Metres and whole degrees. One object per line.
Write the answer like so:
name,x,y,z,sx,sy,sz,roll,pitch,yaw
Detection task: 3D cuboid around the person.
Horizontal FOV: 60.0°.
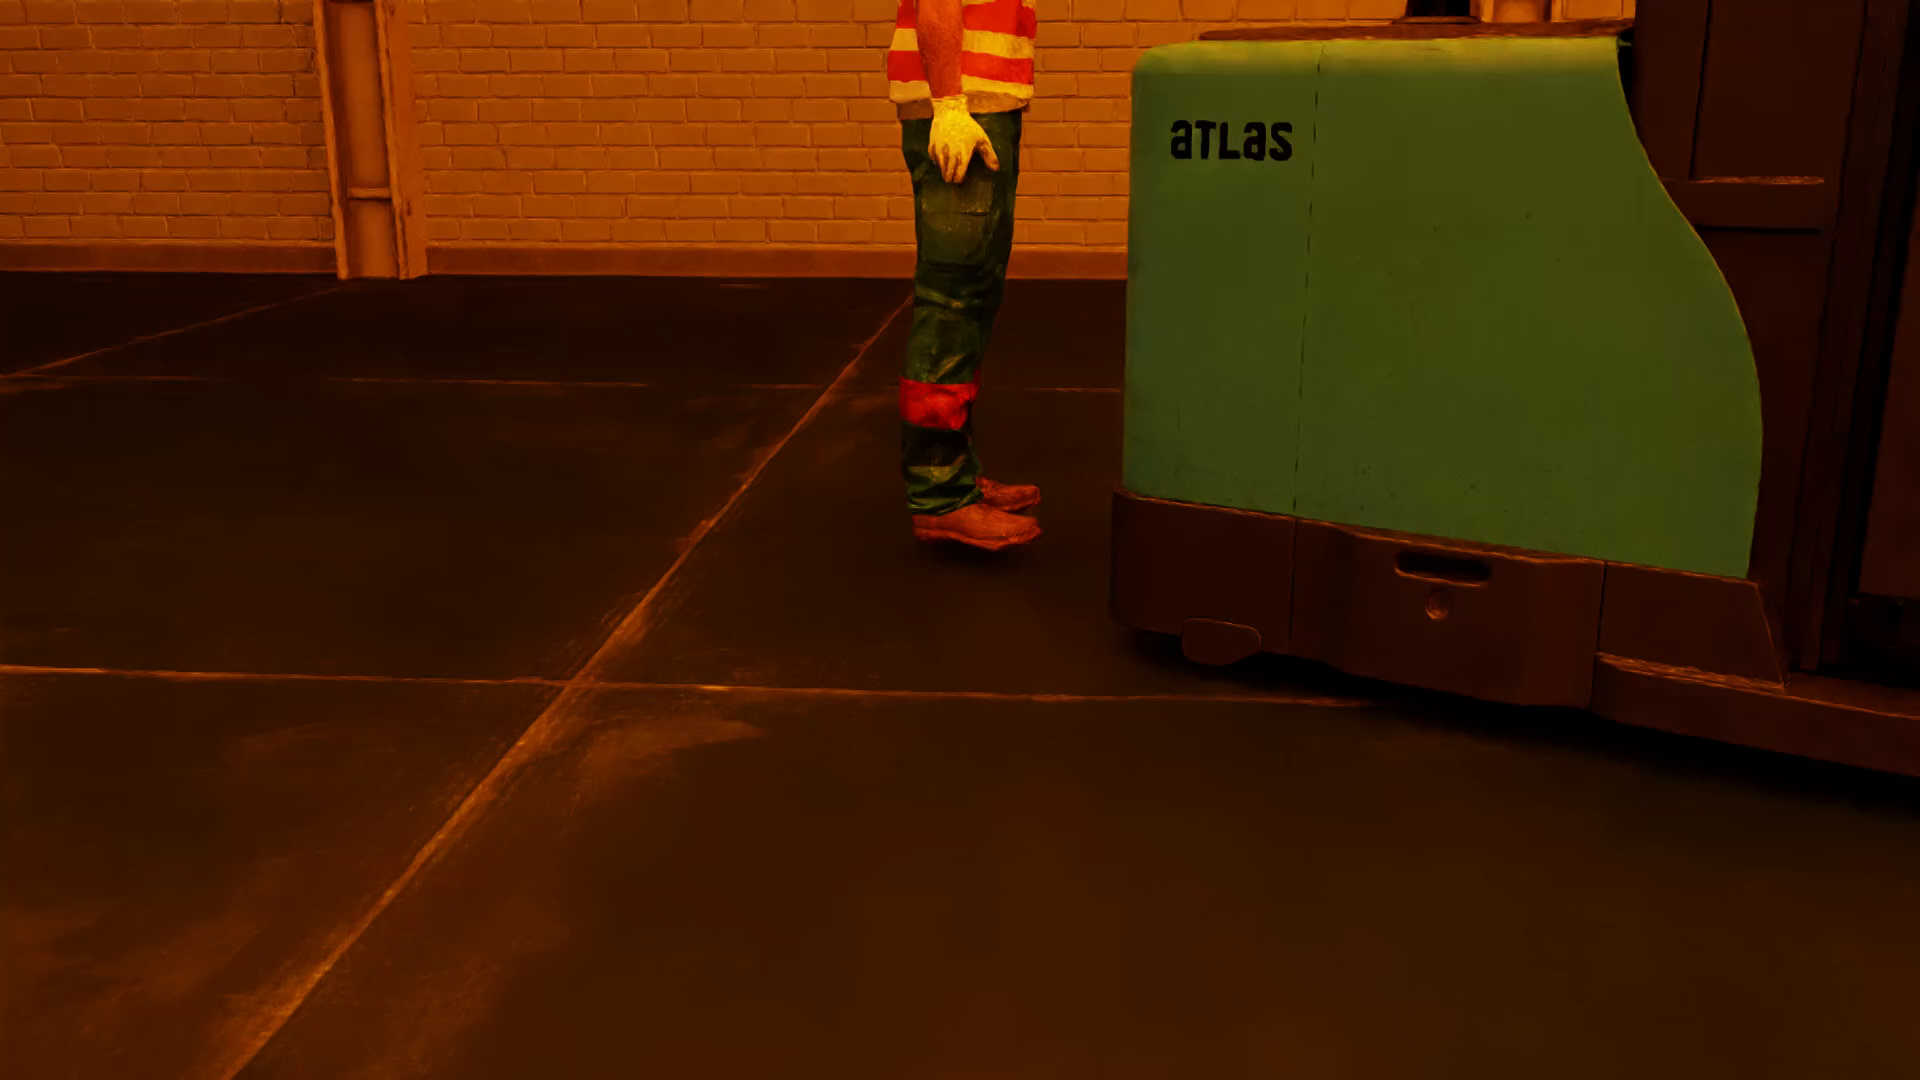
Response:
person,0.021,-0.903,3.568,0.349,1.795,0.540,1,15,4

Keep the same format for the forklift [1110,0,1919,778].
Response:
forklift,1.797,-1.108,2.302,3.031,2.935,1.130,9,18,31
